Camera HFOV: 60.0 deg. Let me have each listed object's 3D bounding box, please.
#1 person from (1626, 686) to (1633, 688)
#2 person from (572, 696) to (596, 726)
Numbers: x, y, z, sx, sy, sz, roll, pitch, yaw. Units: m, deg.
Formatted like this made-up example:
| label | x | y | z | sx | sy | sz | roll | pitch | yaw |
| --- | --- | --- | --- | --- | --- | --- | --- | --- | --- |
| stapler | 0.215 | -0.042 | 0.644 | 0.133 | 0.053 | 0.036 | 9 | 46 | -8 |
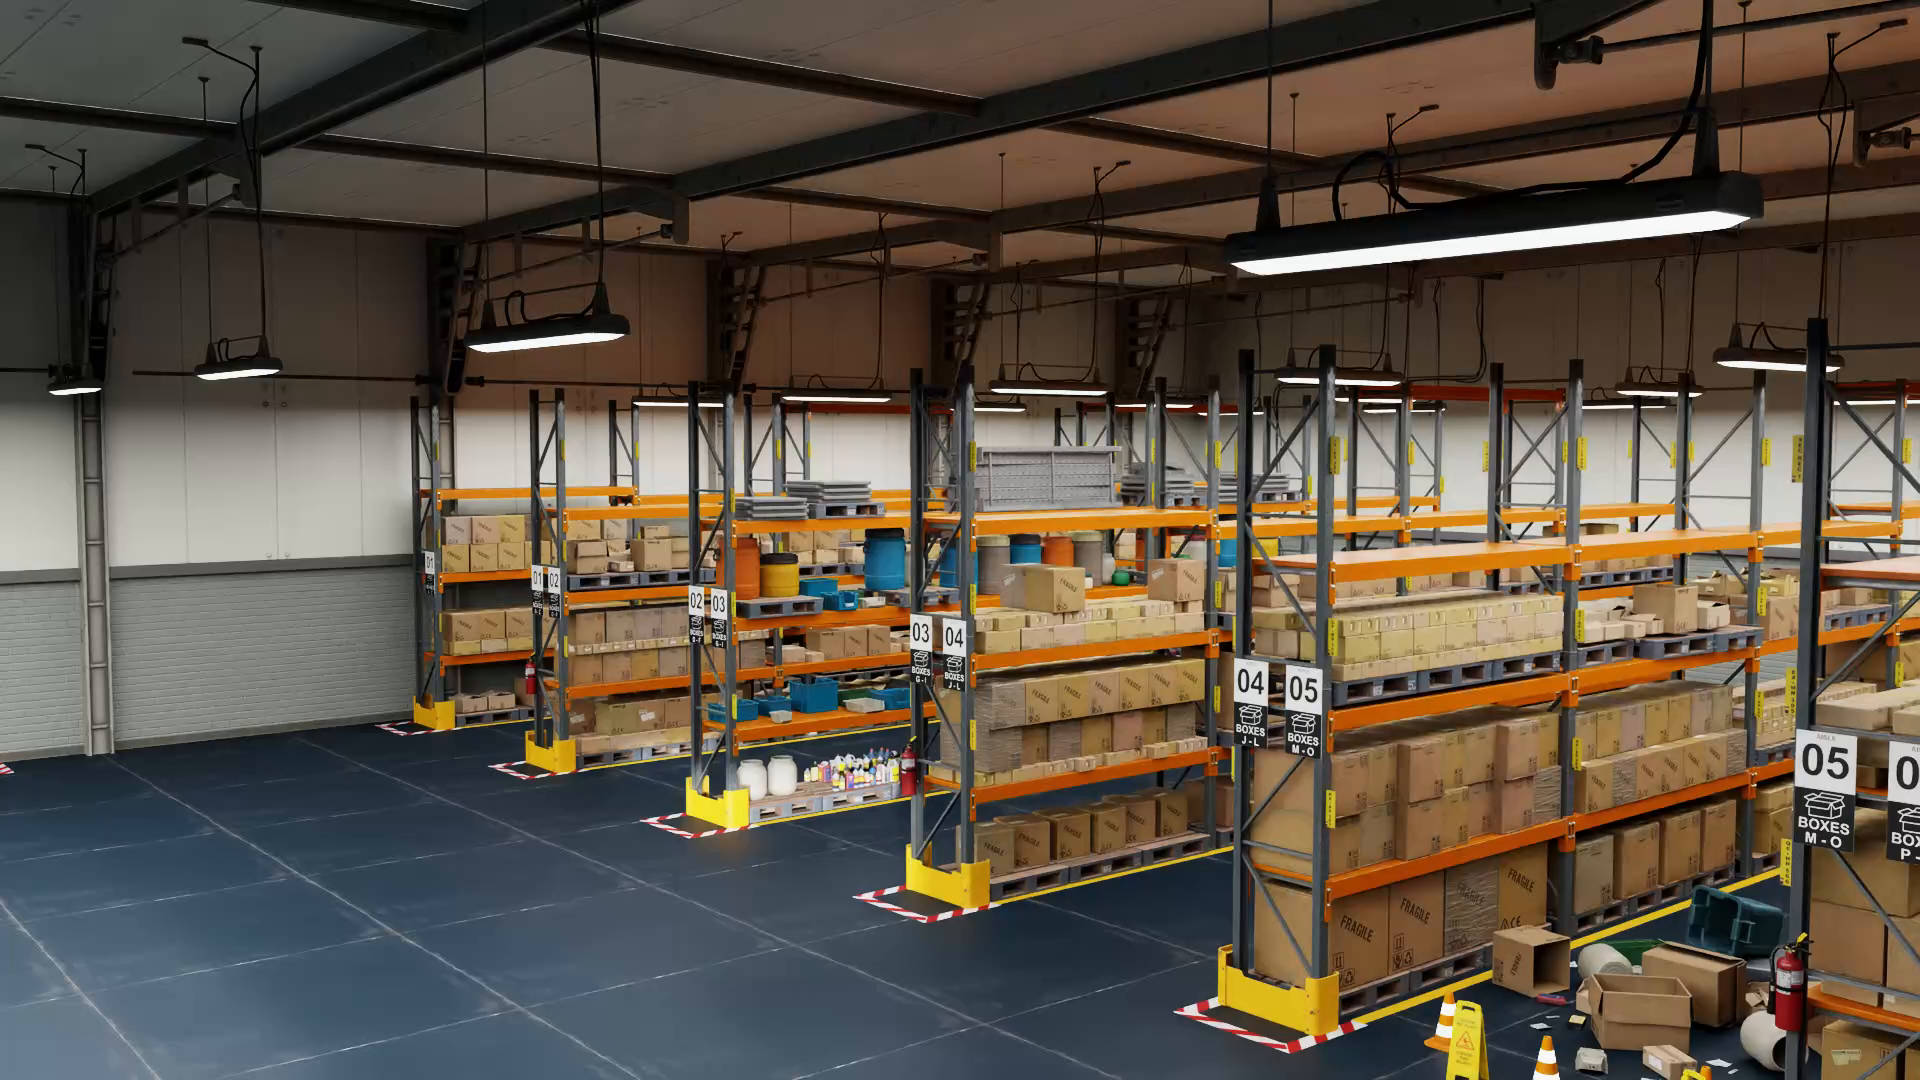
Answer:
| label | x | y | z | sx | sy | sz | roll | pitch | yaw |
| --- | --- | --- | --- | --- | --- | --- | --- | --- | --- |
| person | 9.844 | 2.923 | 24.383 | 0.576 | 1.612 | 0.626 | -2 | 4 | -25 |
| person | -6.482 | 2.614 | 28.851 | 0.652 | 1.727 | 0.608 | 2 | 4 | 28 |
